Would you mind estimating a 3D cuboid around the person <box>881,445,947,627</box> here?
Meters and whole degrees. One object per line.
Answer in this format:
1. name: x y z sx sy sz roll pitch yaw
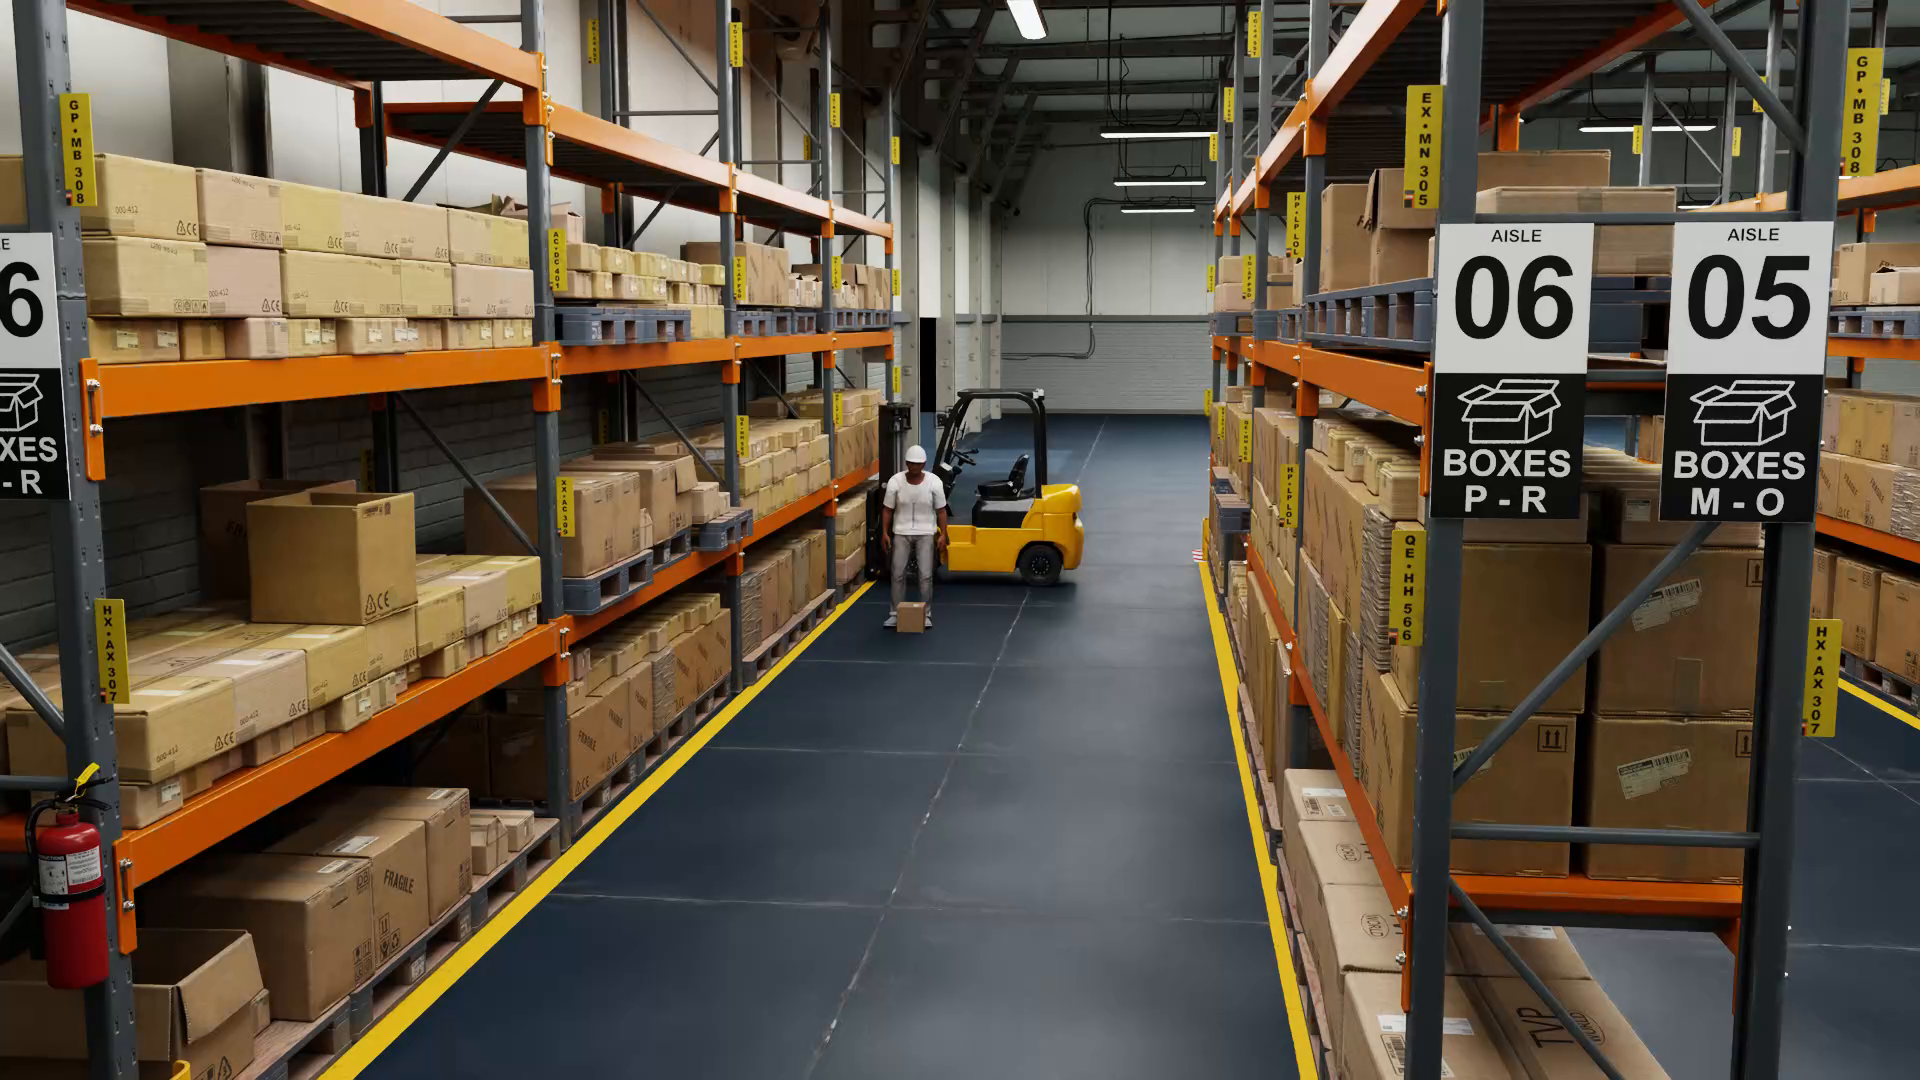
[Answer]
1. person: -0.442 -0.037 16.004 0.635 1.760 0.458 0 8 3
